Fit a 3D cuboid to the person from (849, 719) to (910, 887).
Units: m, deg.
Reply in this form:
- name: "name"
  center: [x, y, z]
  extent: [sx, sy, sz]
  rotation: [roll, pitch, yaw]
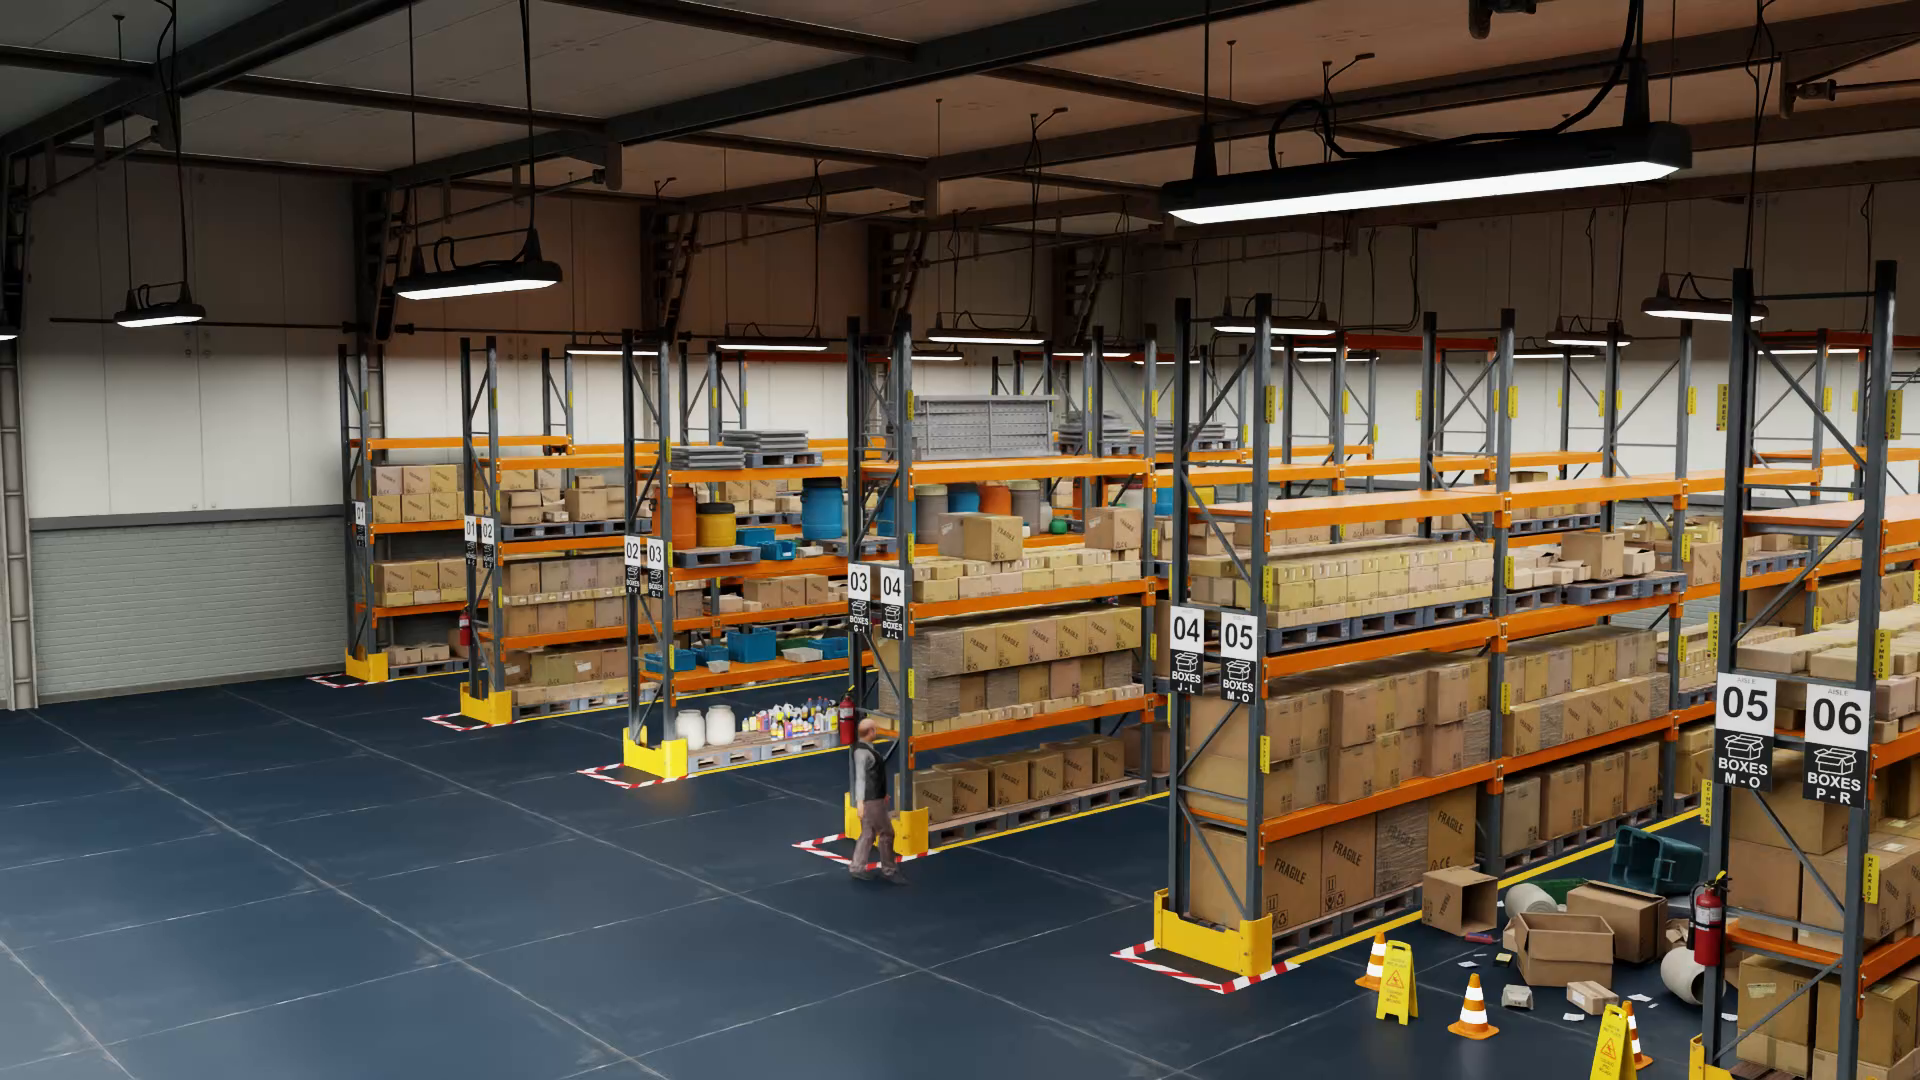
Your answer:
- name: "person"
  center: [-0.856, 2.746, 17.537]
  extent: [0.635, 1.734, 0.560]
  rotation: [0, 5, -4]
